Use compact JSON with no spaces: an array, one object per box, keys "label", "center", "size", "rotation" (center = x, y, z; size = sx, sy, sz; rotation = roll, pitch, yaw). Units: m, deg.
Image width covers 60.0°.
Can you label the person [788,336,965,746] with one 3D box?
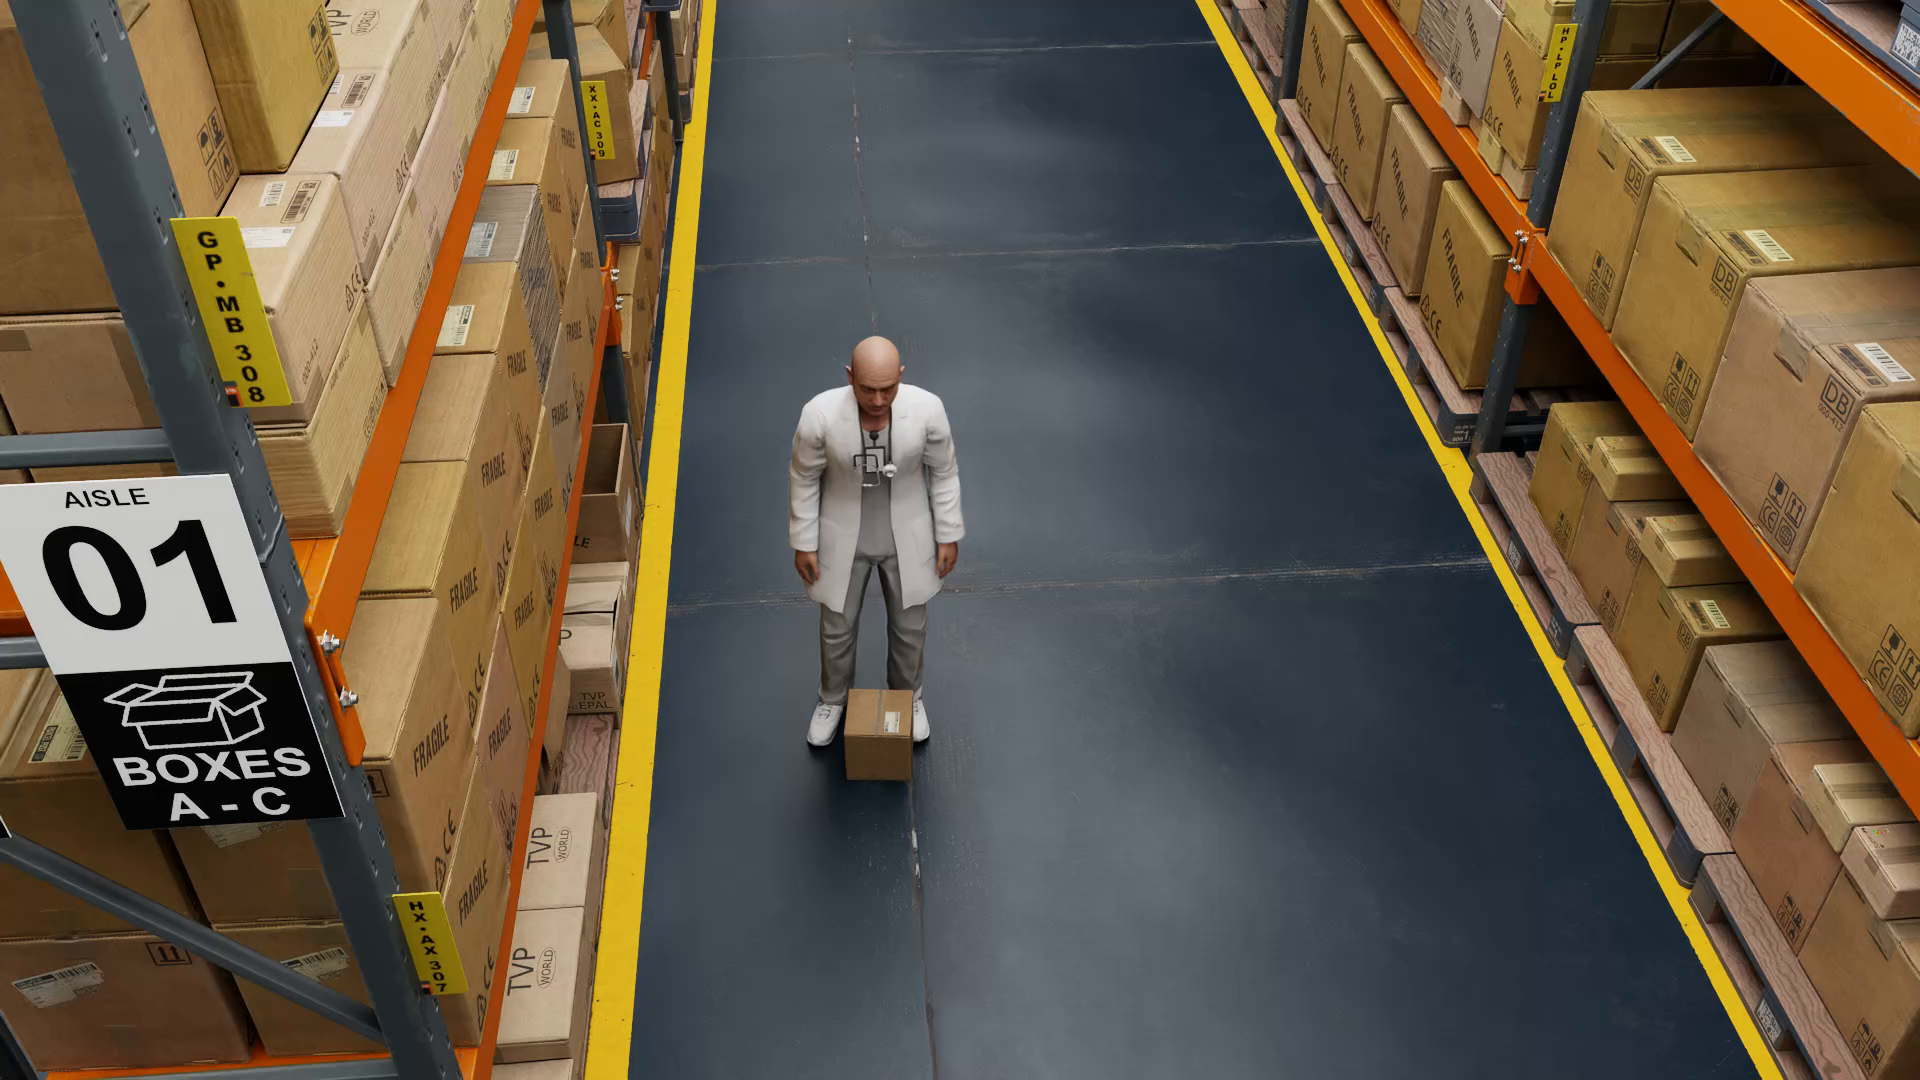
[{"label":"person","center":[-0.308,0.003,6.162],"size":[0.654,1.775,0.420],"rotation":[-3,39,-4]}]
